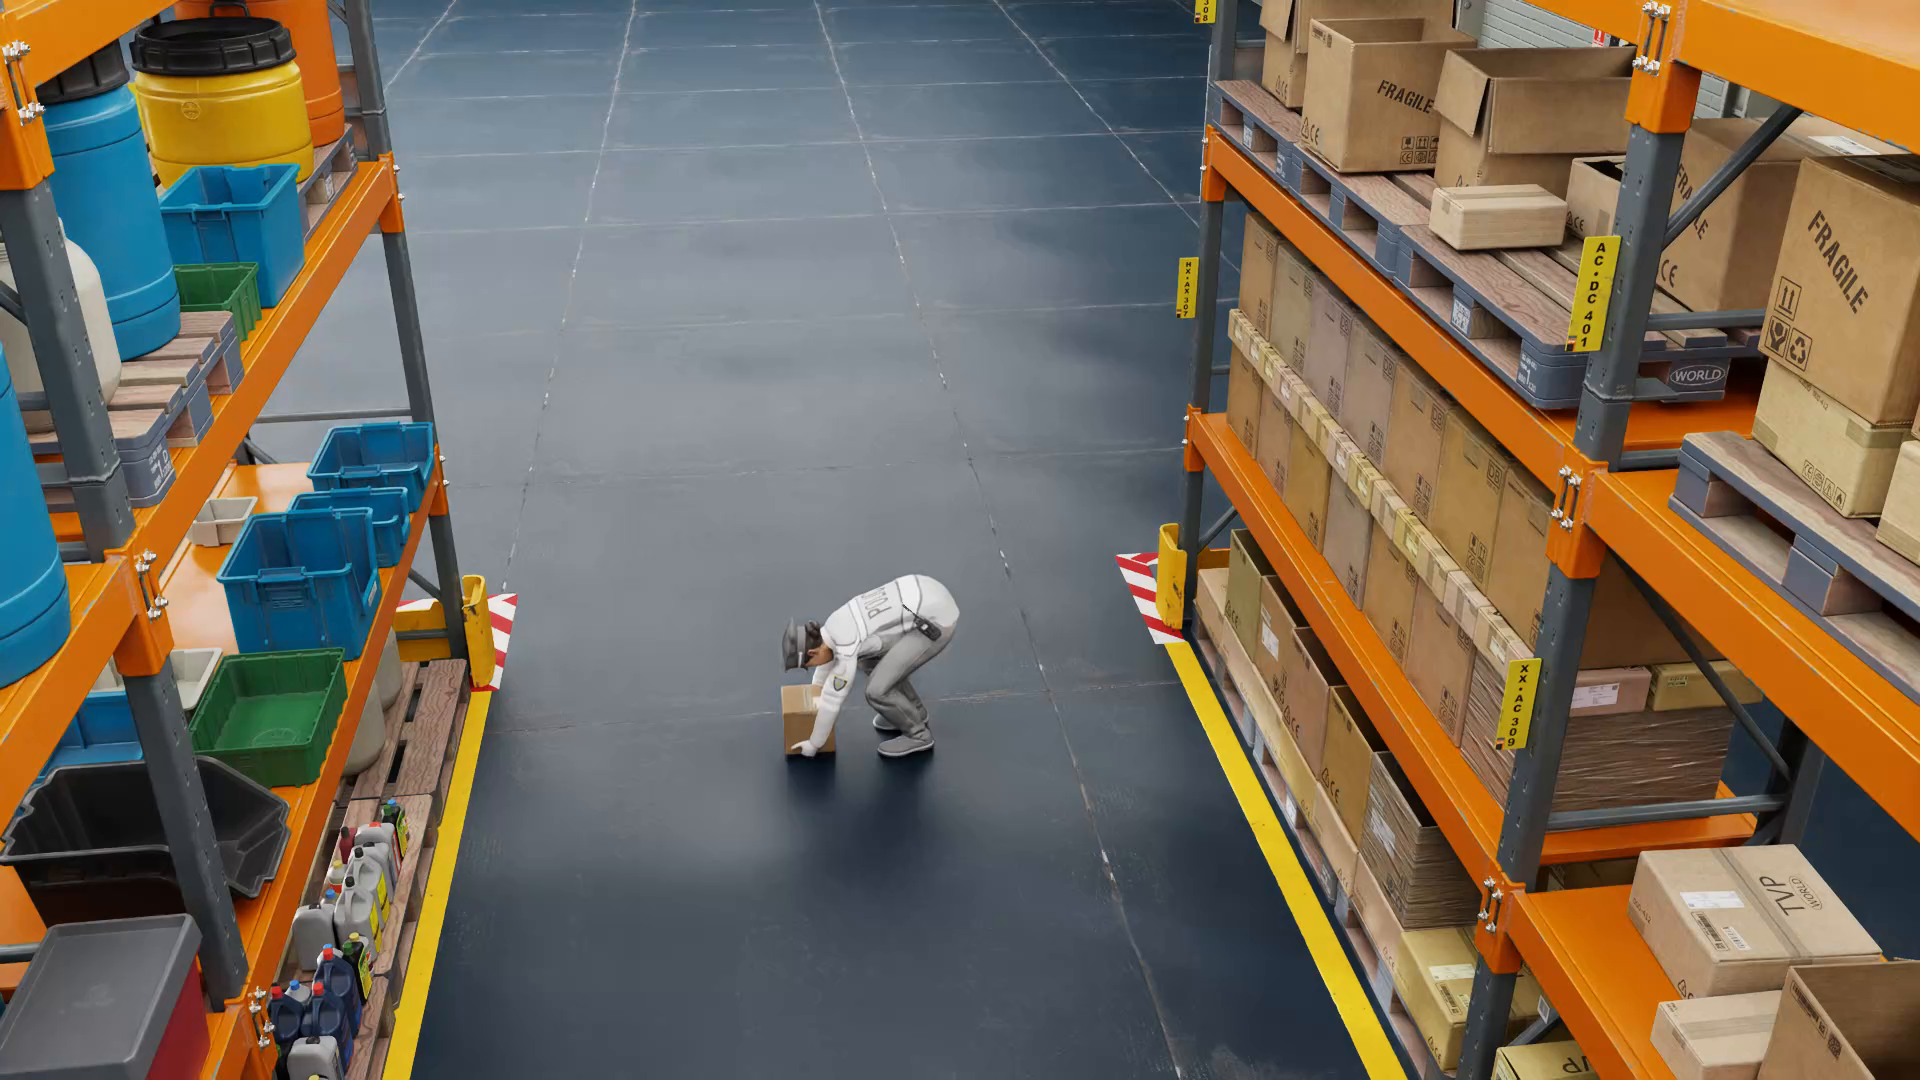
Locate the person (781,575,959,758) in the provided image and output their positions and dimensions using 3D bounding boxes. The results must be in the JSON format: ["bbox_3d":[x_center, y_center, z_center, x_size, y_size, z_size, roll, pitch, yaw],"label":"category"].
[{"bbox_3d":[-0.445,0.632,8.255,0.880,0.875,0.464,-5,28,-9],"label":"person"}]
